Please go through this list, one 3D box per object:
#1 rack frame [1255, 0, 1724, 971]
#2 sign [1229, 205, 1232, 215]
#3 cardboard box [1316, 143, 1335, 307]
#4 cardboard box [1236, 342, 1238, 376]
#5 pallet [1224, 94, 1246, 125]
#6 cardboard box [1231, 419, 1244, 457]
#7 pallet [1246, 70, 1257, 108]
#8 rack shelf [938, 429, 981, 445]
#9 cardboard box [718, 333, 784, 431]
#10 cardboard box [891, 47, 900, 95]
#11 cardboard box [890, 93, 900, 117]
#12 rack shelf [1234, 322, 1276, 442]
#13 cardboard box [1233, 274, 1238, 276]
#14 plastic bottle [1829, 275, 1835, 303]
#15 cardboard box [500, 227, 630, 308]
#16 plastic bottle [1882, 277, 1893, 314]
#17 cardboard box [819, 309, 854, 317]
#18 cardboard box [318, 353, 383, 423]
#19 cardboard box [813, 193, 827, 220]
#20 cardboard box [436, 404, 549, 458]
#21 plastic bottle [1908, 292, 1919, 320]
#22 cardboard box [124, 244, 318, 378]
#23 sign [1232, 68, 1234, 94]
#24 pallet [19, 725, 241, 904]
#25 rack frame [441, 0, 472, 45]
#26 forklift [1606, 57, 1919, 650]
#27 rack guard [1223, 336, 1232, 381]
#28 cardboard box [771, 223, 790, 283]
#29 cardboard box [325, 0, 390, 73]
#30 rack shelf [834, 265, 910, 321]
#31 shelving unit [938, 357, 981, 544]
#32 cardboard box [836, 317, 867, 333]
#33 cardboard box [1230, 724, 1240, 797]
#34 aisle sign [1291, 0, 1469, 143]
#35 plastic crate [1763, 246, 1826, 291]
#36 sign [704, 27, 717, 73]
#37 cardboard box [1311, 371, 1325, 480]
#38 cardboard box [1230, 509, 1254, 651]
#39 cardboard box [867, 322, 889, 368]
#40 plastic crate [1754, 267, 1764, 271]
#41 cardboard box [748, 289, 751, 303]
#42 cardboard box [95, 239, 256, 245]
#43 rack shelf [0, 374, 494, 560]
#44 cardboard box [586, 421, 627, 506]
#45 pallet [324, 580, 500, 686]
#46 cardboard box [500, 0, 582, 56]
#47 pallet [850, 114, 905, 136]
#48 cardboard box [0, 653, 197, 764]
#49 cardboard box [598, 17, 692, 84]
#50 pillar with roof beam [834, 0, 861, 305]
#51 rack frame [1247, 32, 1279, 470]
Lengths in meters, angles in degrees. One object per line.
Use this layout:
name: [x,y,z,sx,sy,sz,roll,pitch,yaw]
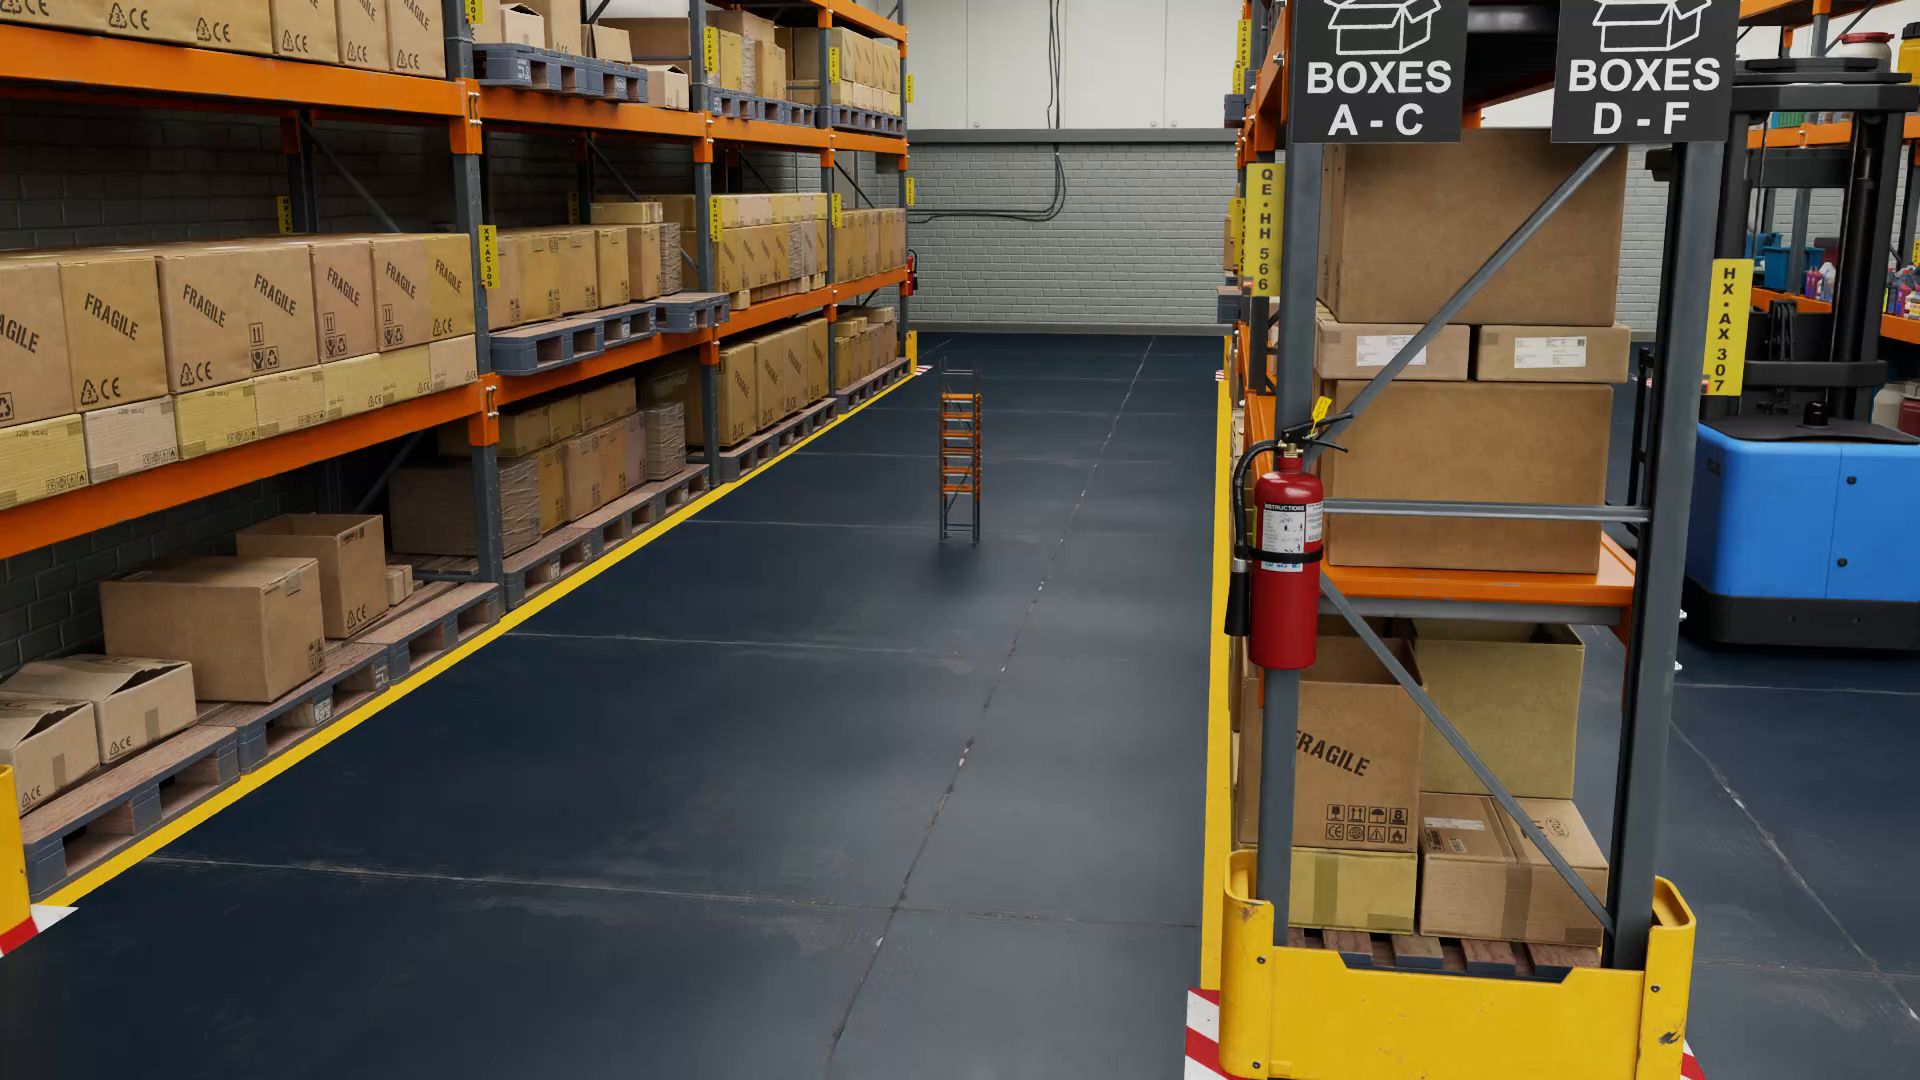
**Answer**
rack frame: [1.294,-0.069,4.191,1.000,3.000,0.127,2,12,9]
sign: [2.602,-3.006,15.765,0.100,0.325,0.005,2,12,9]
cardboard box: [1.462,-0.969,5.053,0.700,0.500,0.500,2,12,7]
cardboard box: [2.594,-1.521,14.039,0.500,0.250,0.500,2,12,8]
pallet: [2.814,-3.592,13.865,1.213,0.211,1.003,2,12,9]
cardboard box: [2.081,-0.660,11.135,0.500,0.311,0.500,2,12,7]
pallet: [2.509,-2.964,10.954,1.213,0.211,1.003,2,12,11]
rack shelf: [-0.002,-0.657,10.837,0.258,0.103,0.180,2,12,9]
cardboard box: [-1.987,-1.379,14.378,0.750,0.750,0.750,2,12,8]
cardboard box: [-0.983,-5.411,19.205,0.500,0.500,0.500,2,12,8]
cardboard box: [-0.991,-5.045,19.285,0.500,0.250,0.500,2,12,10]
rack shelf: [2.217,-0.966,10.063,1.077,0.370,4.000,2,12,9]
cardboard box: [2.803,-2.584,14.630,0.700,0.500,0.500,4,13,18]
plastic bottle: [7.485,-2.159,14.197,0.097,0.271,0.097,0,12,0]
cardboard box: [-2.603,-1.799,10.941,0.700,0.500,0.500,2,12,9]
plastic bottle: [7.284,-1.918,13.049,0.061,0.283,0.133,2,12,9]
cardboard box: [-1.444,-2.585,19.267,0.380,0.149,0.250,2,12,9]
cardboard box: [-2.906,-0.680,7.339,0.500,0.250,0.500,2,12,8]
cardboard box: [-1.575,-3.191,15.911,0.500,0.250,0.500,2,12,10]
cardboard box: [-2.825,-0.666,10.074,0.500,0.250,0.500,2,12,7]
plastic bottle: [7.220,-1.767,12.542,0.097,0.201,0.097,0,12,0]
cardboard box: [-2.991,-0.939,6.758,0.500,0.500,0.500,2,12,10]
sign: [3.219,-5.310,19.319,0.100,0.325,0.005,2,12,9]
pallet: [-3.429,0.951,6.079,1.003,0.211,1.213,2,12,9]
rack frame: [-2.986,-3.994,8.164,1.000,3.000,0.127,2,12,9]
forklift: [4.460,-1.151,9.379,1.130,2.935,3.031,2,12,8]
rack guard: [3.743,-2.161,19.836,1.175,0.500,0.348,2,12,9]
cardboard box: [-1.804,-2.511,14.534,0.500,0.500,0.500,2,12,10]
cardboard box: [-2.910,-2.368,7.456,0.500,0.500,0.500,1,12,4]
rack shelf: [-1.448,-2.791,18.531,1.077,0.370,4.000,2,12,9]
shelving unit: [-0.002,-0.584,10.853,0.258,1.200,0.189,2,12,9]
cardboard box: [-1.226,-2.353,18.189,0.380,0.149,0.250,2,12,7]
cardboard box: [1.225,0.741,5.967,0.500,0.250,0.500,2,12,9]
aisle sign: [0.994,-1.335,3.898,0.394,0.787,0.004,2,12,9]
plastic crate: [7.768,-2.535,15.532,0.392,0.384,0.575,2,12,9]
sign: [-1.835,-3.595,12.206,0.100,0.325,0.005,2,12,9]
cardboard box: [1.455,-0.324,5.138,0.700,0.500,0.500,2,12,10]
cardboard box: [1.375,0.166,6.855,0.500,0.500,0.500,2,12,9]
cardboard box: [-1.226,-2.289,19.432,0.700,0.500,0.500,2,12,8]
plastic crate: [8.004,-2.678,16.783,0.293,0.136,0.466,2,12,9]
cardboard box: [-1.971,-2.057,13.967,0.380,0.149,0.250,2,12,10]
cardboard box: [-3.430,-1.062,7.329,0.500,0.500,0.500,2,12,10]
rack shelf: [-3.293,-0.293,6.940,1.077,0.370,4.000,2,12,9]
cardboard box: [-2.672,-0.527,11.209,0.700,0.500,0.500,2,12,8]
pallet: [-3.054,0.443,8.436,1.003,0.211,1.213,2,12,9]
cardboard box: [-2.633,-3.149,10.133,0.500,0.500,0.500,1,12,7]
pallet: [-1.244,-4.827,19.362,1.003,0.211,1.213,2,12,9]
cardboard box: [-3.318,0.611,6.375,0.500,0.311,0.500,3,13,13]
cardboard box: [-2.354,-3.725,12.755,0.700,0.500,0.500,1,12,4]
pillar with roof beam: [2.674,-6.942,21.846,9.100,9.000,0.400,2,12,9]
rack frame: [1.909,-0.901,8.055,1.000,3.000,0.127,2,12,9]
